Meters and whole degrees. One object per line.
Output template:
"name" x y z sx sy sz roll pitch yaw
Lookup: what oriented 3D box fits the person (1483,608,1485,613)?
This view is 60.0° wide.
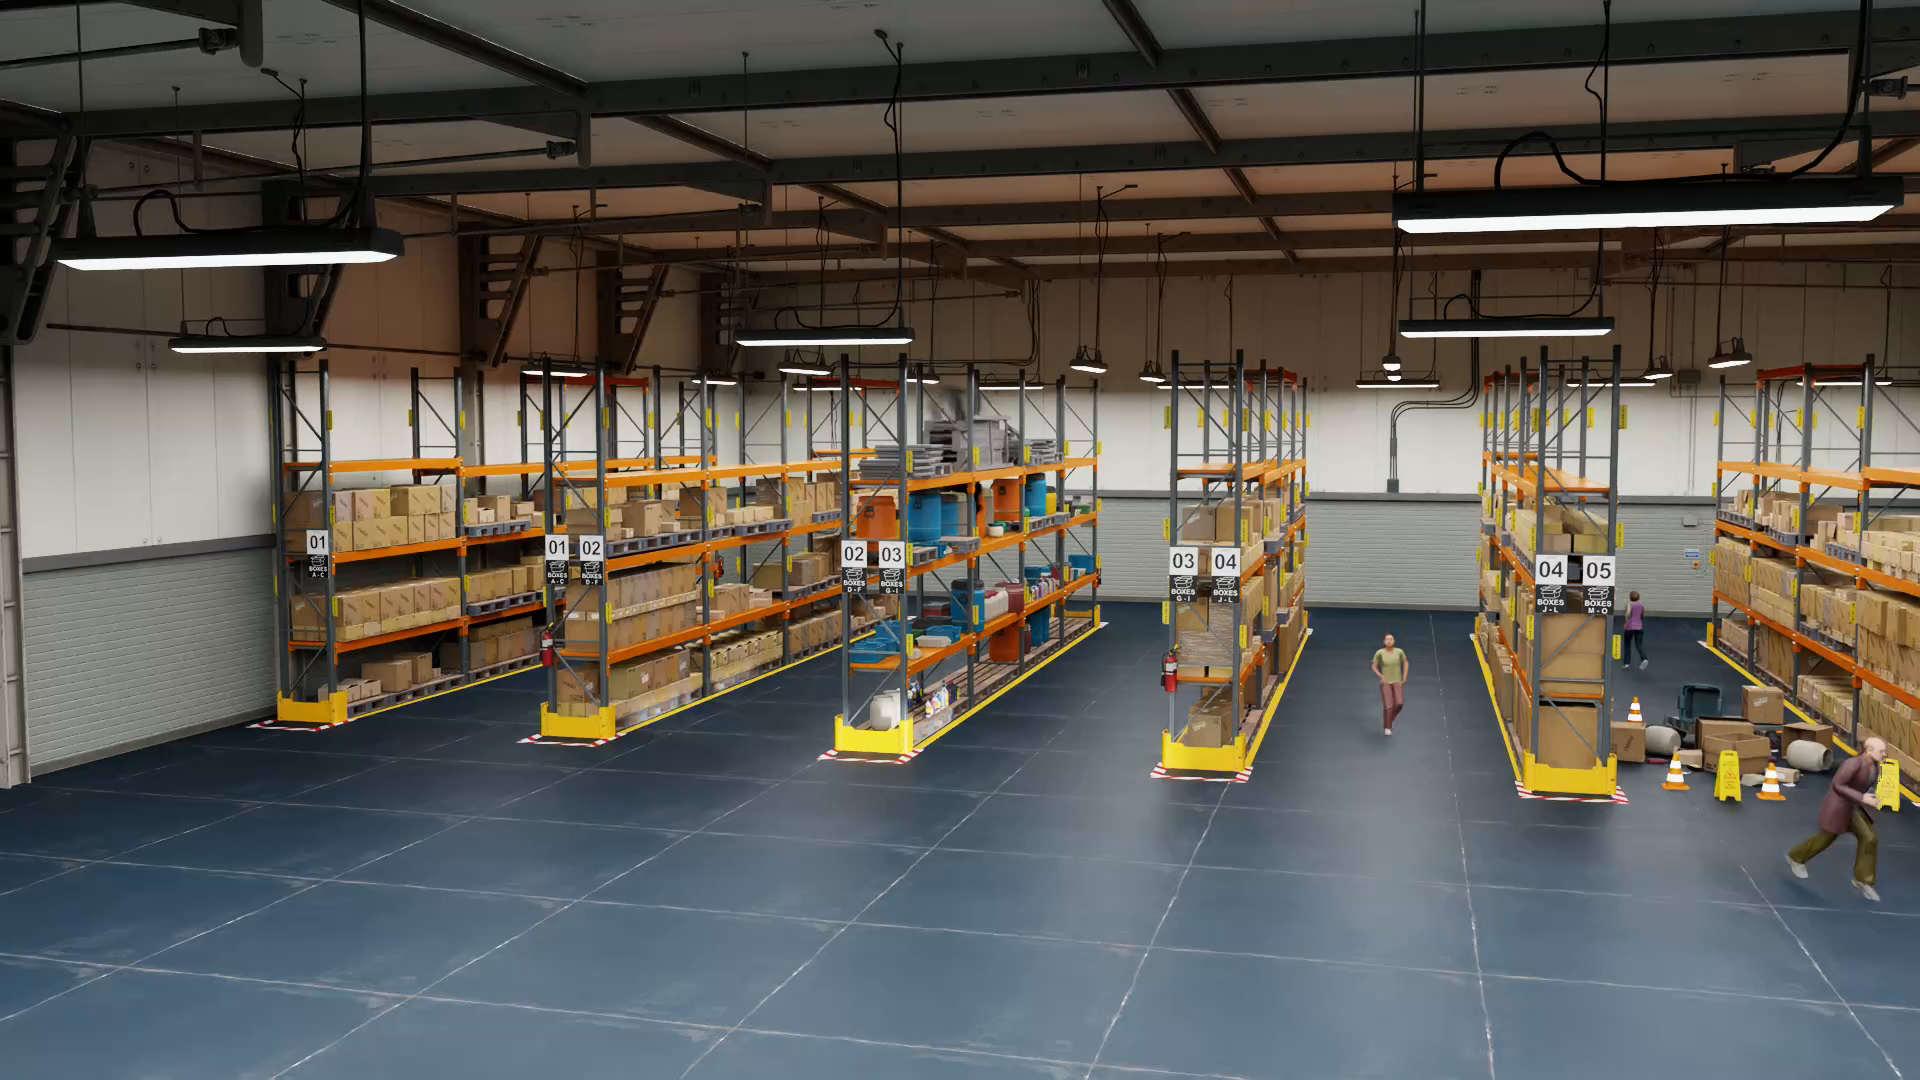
"person" 12.567 1.349 38.968 0.591 1.720 0.649 -1 4 -7

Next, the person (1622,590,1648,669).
"person" 13.415 1.798 33.064 0.534 1.589 0.841 0 4 -4

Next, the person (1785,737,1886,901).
"person" 9.339 2.906 17.733 0.755 1.743 1.064 -3 5 -34

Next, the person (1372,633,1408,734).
"person" 6.854 2.291 26.452 0.590 1.627 0.507 0 4 5
